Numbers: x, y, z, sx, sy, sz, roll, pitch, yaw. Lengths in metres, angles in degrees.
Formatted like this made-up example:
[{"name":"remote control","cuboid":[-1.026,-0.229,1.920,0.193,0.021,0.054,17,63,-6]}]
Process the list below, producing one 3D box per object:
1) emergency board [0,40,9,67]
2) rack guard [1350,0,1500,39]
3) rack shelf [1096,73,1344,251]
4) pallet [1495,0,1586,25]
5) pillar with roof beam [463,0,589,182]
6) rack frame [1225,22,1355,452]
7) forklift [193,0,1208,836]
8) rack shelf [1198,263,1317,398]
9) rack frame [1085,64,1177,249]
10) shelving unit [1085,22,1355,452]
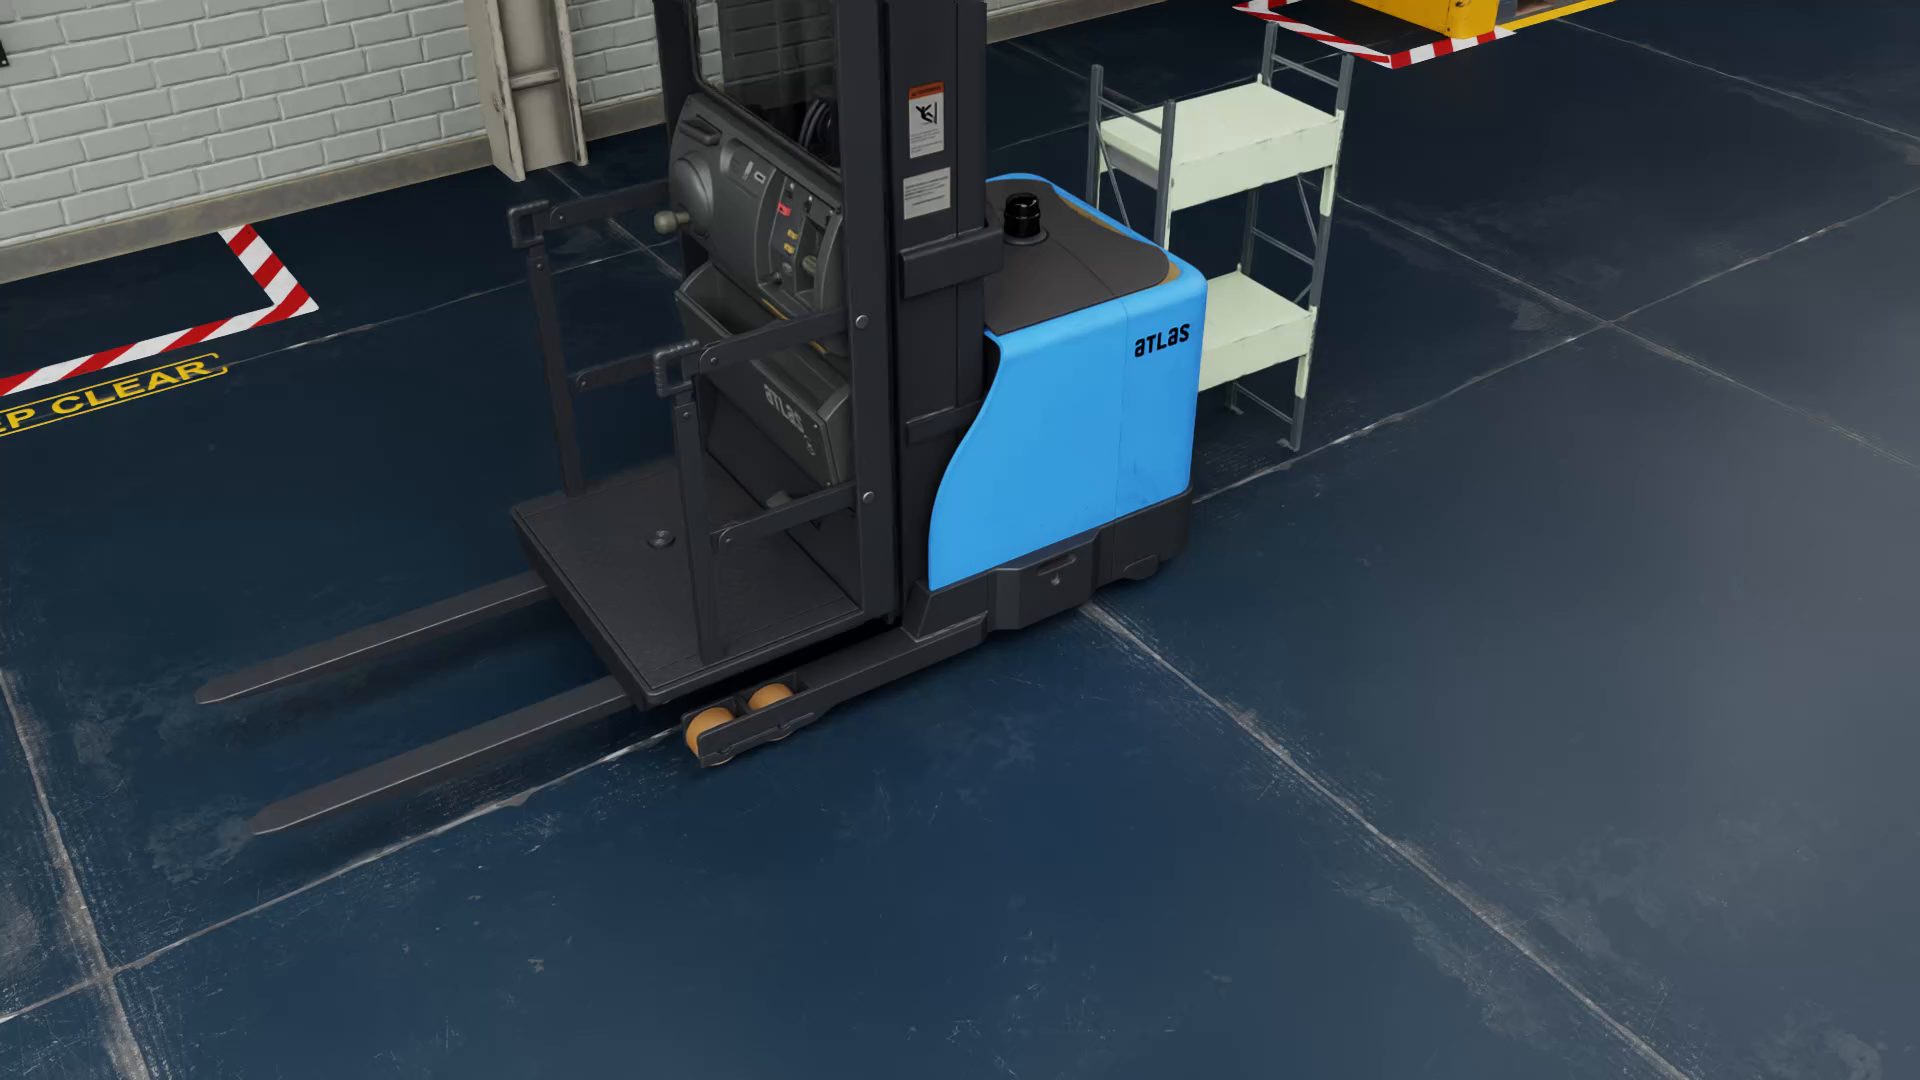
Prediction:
[{"name":"emergency board","cuboid":[-4.162,-2.309,6.392,0.643,1.169,0.194,-22,41,-28]},{"name":"rack guard","cuboid":[2.772,-3.503,10.192,0.348,0.500,1.175,-22,41,-28]},{"name":"rack shelf","cuboid":[0.843,-1.238,5.518,0.720,0.370,0.431,-21,41,-26]},{"name":"pallet","cuboid":[3.457,-3.642,10.633,1.213,0.211,1.003,-22,41,-28]},{"name":"pillar with roof beam","cuboid":[0.360,-3.503,2.914,0.400,9.000,9.100,-22,41,-28]},{"name":"rack frame","cuboid":[1.150,-1.037,5.908,0.023,1.500,0.400,-21,41,-26]},{"name":"forklift","cuboid":[-0.744,-0.888,4.475,3.031,2.935,1.130,-21,41,-26]},{"name":"rack shelf","cuboid":[0.843,-0.656,5.936,0.720,0.370,0.431,-21,41,-26]},{"name":"rack frame","cuboid":[0.536,-0.804,5.584,0.023,1.500,0.400,-21,41,-26]},{"name":"shelving unit","cuboid":[0.843,-0.921,5.746,0.755,1.500,0.431,-21,41,-26]}]
